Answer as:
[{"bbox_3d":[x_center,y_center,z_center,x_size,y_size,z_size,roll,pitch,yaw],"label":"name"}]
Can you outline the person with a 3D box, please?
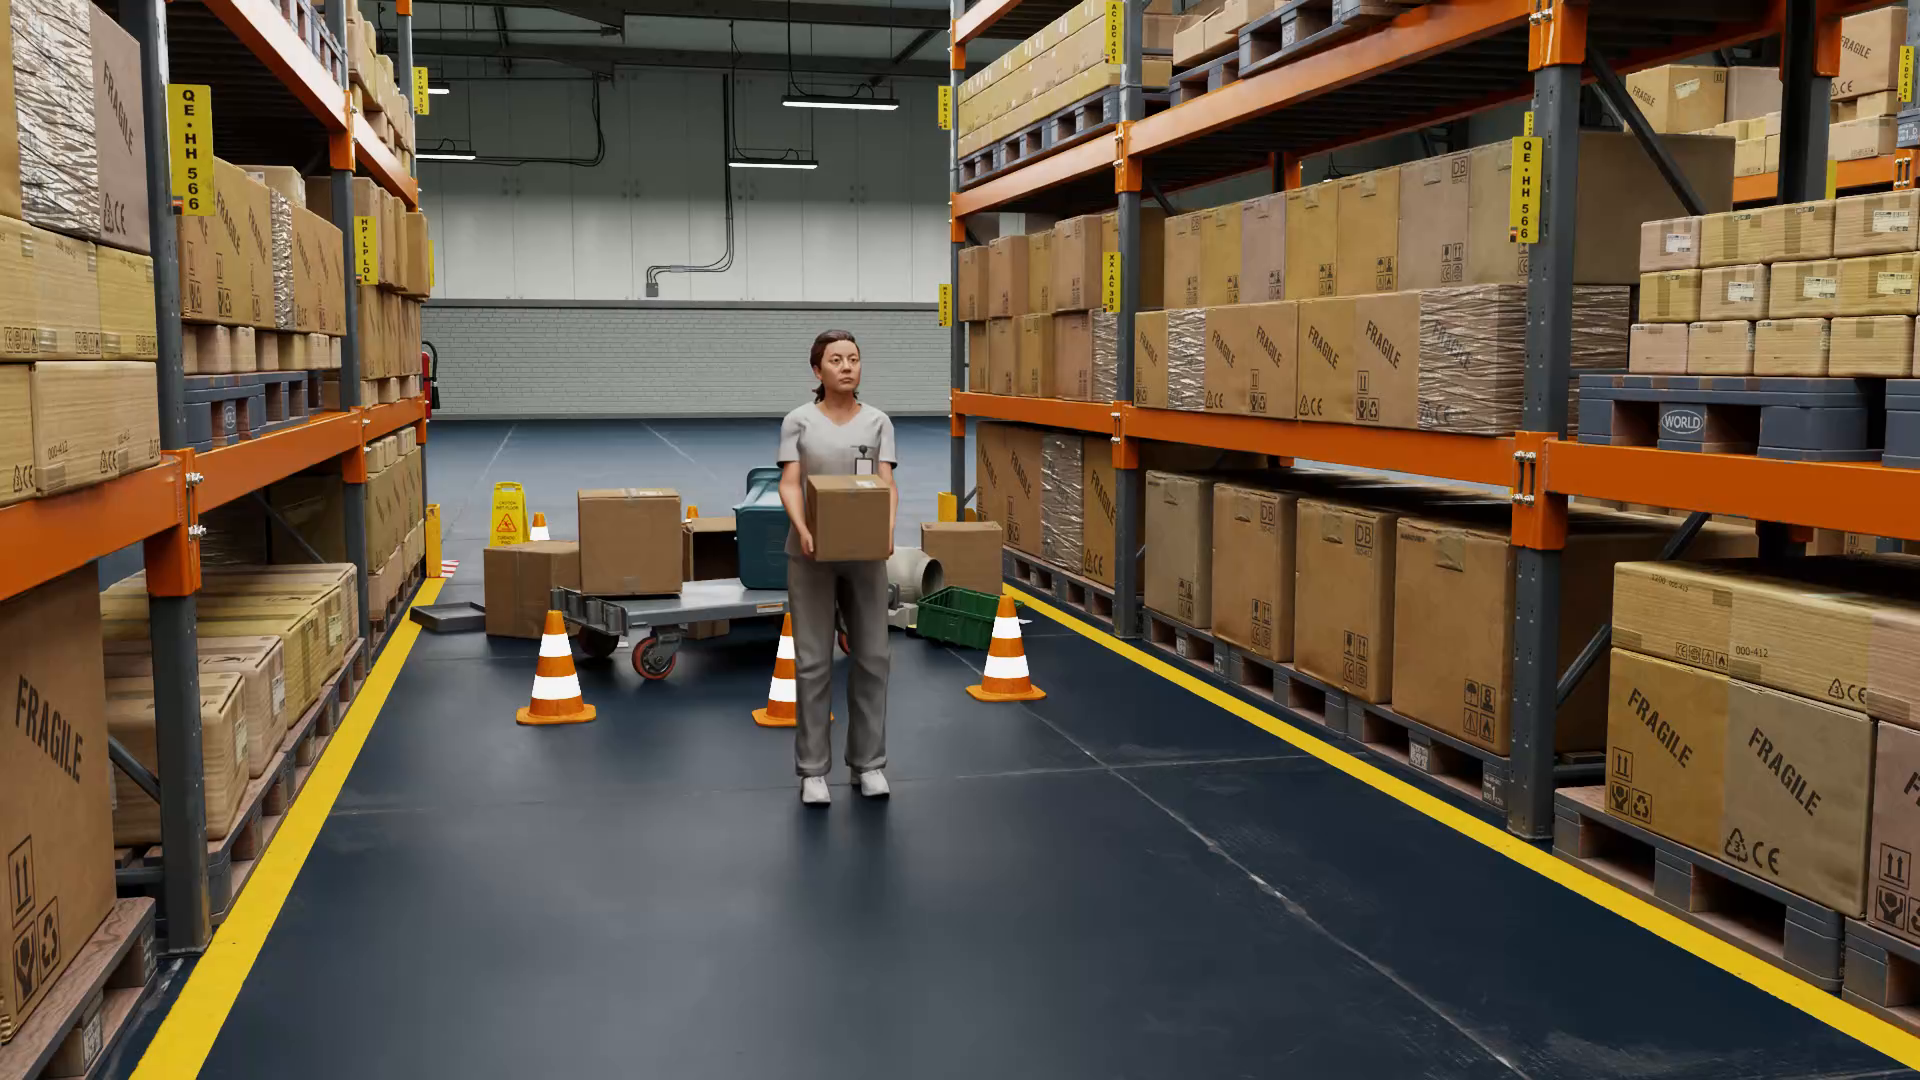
[{"bbox_3d":[-0.423,0.088,5.898,0.437,1.662,0.555,-1,6,-13],"label":"person"}]
